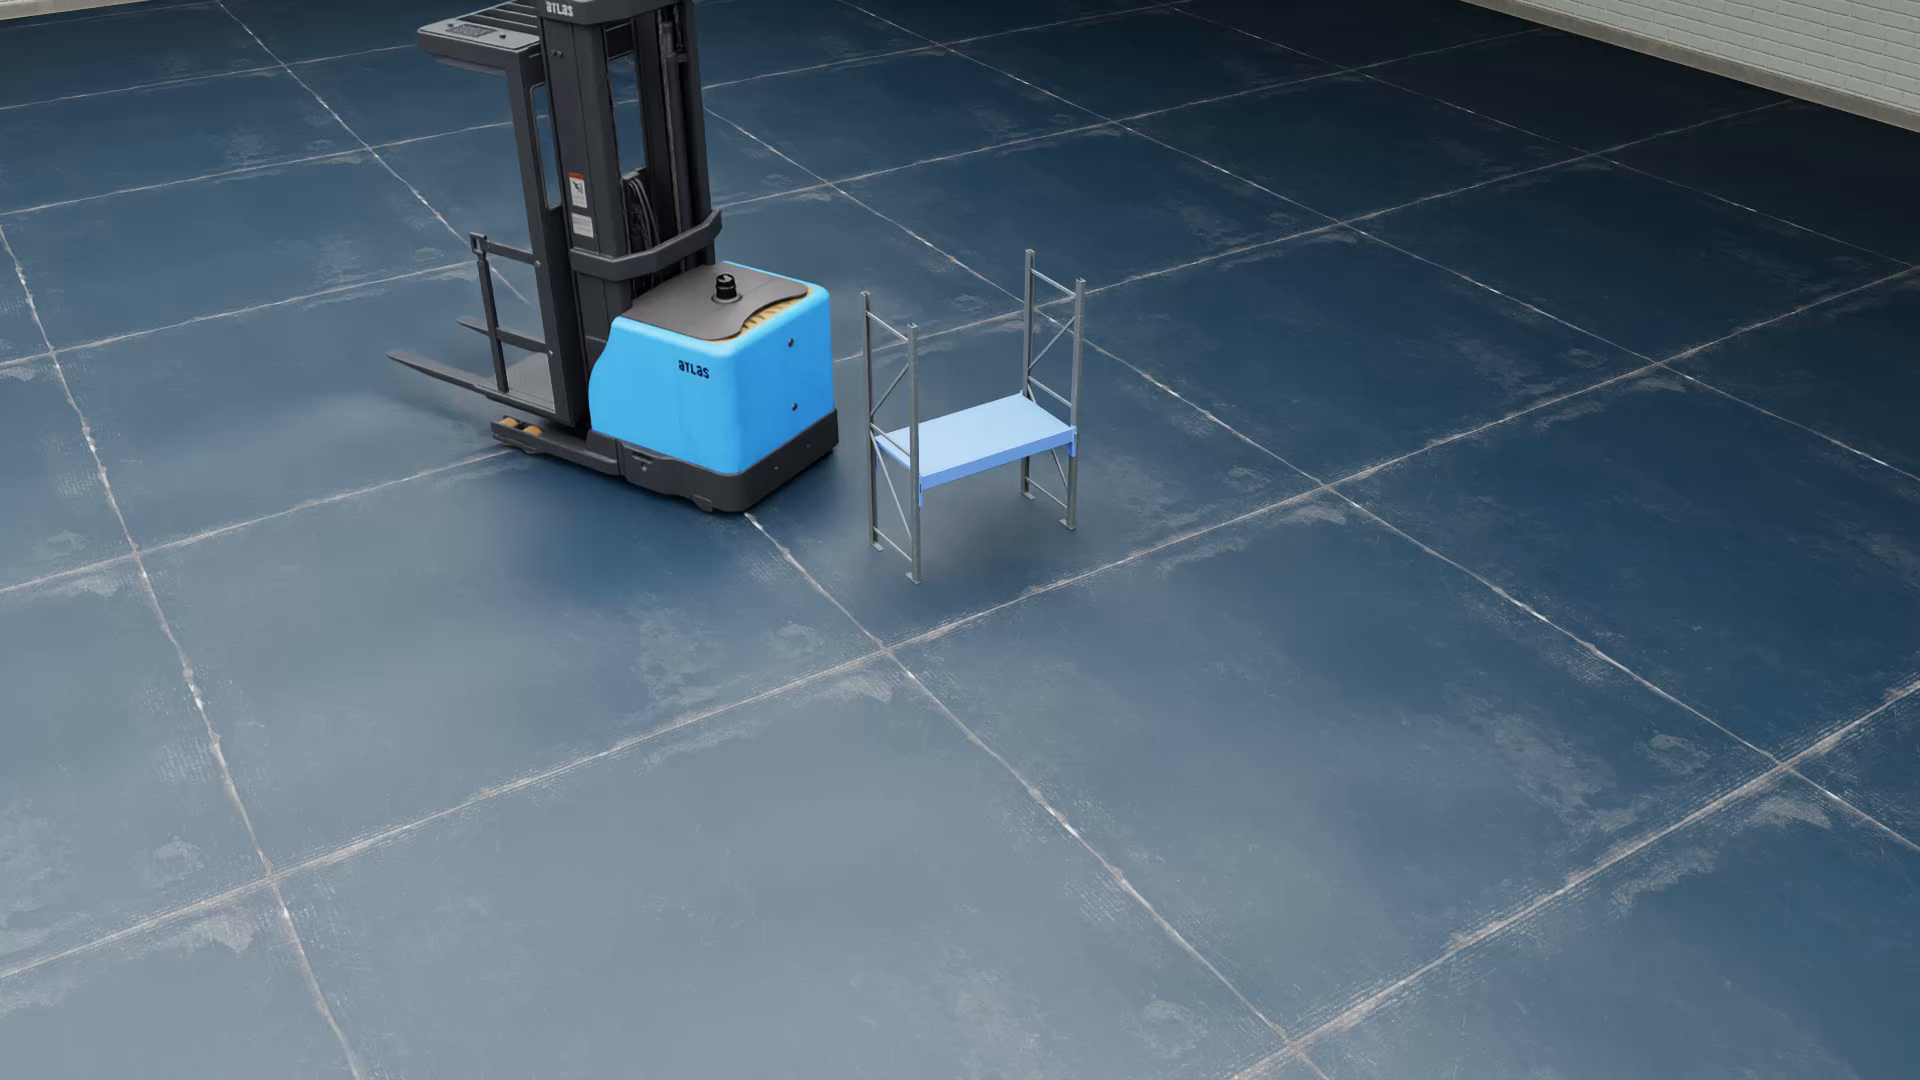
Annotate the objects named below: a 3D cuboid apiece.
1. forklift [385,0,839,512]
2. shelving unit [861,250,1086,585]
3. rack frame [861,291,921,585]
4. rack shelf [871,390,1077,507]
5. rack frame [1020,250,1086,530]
[{"bbox_3d":[-2.255,-1.979,9.640,3.031,2.935,1.130,18,37,27],"label":"forklift"},{"bbox_3d":[0.072,-0.659,8.889,1.048,1.500,0.538,-19,37,-27],"label":"shelving unit"},{"bbox_3d":[-0.356,-0.512,8.656,0.032,1.500,0.500,-19,37,-27],"label":"rack frame"},{"bbox_3d":[0.072,-0.507,8.985,1.000,0.185,0.538,-19,37,-27],"label":"rack shelf"},{"bbox_3d":[0.499,-0.806,9.122,0.032,1.500,0.500,-19,37,-27],"label":"rack frame"}]
